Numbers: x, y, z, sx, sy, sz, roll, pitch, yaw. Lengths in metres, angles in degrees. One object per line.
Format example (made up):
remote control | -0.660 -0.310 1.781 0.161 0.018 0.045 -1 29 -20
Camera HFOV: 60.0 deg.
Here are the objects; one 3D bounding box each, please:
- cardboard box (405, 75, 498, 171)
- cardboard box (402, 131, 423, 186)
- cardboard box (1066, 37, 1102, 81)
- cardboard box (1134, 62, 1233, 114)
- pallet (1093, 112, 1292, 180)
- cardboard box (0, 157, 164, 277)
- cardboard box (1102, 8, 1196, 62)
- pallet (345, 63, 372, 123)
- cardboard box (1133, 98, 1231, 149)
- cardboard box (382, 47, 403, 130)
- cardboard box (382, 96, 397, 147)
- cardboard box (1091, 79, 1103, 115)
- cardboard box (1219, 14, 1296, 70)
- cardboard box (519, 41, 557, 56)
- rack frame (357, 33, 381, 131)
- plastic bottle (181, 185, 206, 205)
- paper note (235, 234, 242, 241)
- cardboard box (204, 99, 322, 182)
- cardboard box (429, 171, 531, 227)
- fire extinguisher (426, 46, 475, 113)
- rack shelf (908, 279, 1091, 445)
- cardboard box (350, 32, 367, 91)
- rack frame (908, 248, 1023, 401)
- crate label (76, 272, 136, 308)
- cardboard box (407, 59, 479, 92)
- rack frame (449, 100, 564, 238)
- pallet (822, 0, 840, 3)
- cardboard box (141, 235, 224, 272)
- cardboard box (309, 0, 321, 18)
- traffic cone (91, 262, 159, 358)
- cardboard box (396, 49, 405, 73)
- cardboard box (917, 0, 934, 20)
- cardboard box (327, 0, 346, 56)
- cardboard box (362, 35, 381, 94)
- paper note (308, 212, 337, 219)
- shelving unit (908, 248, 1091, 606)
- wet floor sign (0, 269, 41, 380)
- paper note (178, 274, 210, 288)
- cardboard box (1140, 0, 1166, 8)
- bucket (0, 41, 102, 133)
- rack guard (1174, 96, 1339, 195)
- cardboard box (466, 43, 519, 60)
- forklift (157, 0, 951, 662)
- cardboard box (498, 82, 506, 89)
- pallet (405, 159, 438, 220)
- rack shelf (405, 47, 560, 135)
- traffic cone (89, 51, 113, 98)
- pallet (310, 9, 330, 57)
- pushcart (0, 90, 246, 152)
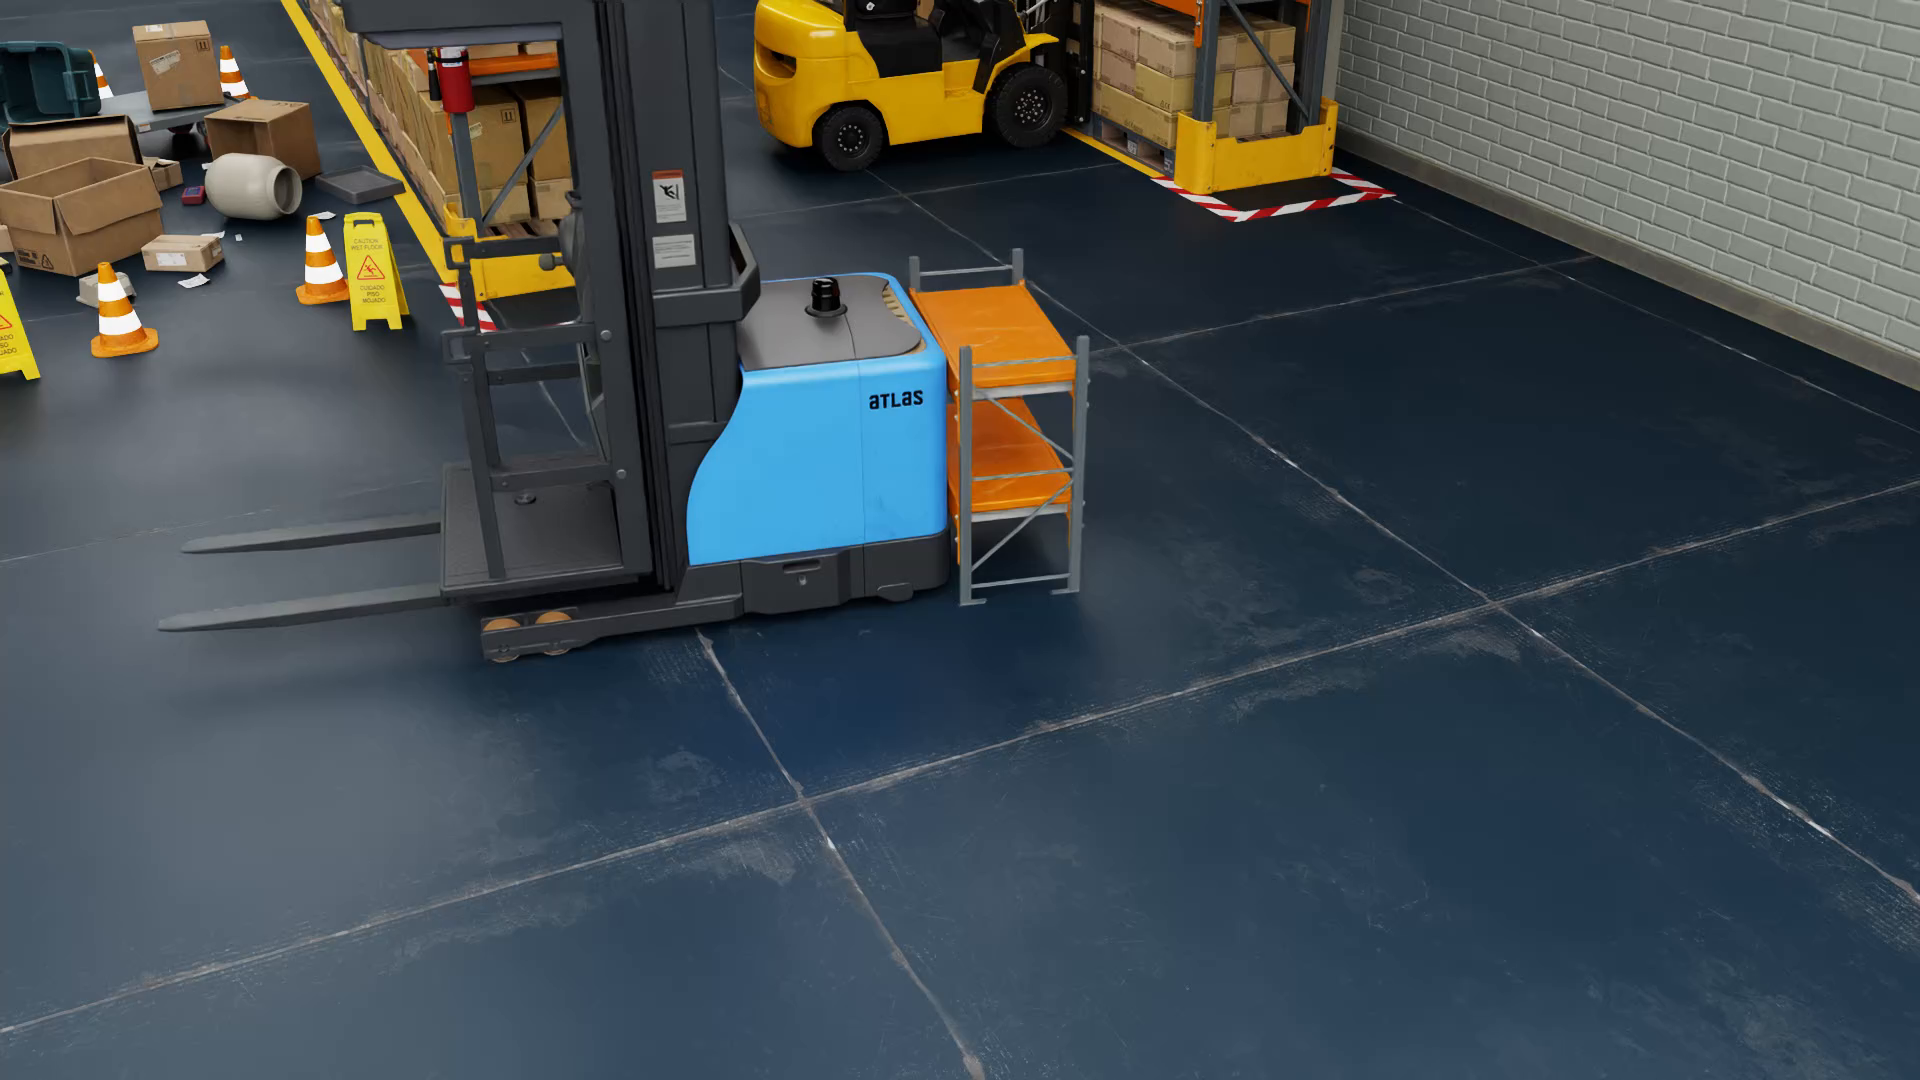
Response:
cardboard box | -3.209 -2.695 10.605 0.500 0.500 0.500 -12 31 -20
cardboard box | -3.437 -2.600 11.202 0.500 0.250 0.500 -14 32 -24
cardboard box | 1.142 -3.698 12.648 0.500 0.250 0.500 -14 32 -23
cardboard box | 1.588 -3.250 11.850 0.500 0.250 0.500 -14 32 -23
pallet | 1.713 -3.012 12.405 1.003 0.211 1.213 -13 32 -22
cardboard box | -5.443 -2.011 10.321 0.637 0.503 0.797 13 32 21
cardboard box | 1.375 -3.681 12.108 0.500 0.250 0.500 -12 32 -21
pallet | -4.455 -3.749 13.721 1.003 0.211 1.213 -13 32 -22
cardboard box | 1.592 -3.024 11.958 0.500 0.250 0.500 -13 32 -22
cardboard box | -3.648 -3.152 11.420 0.500 0.500 0.500 -11 31 -19
cardboard box | -3.871 -3.055 12.013 0.500 0.250 0.500 -11 31 -19
cardboard box | 1.181 -3.469 12.751 0.500 0.250 0.500 -13 32 -21
cardboard box | 2.044 -3.571 11.911 0.500 0.250 0.500 -14 32 -23
cardboard box | -2.361 -2.939 9.681 0.380 0.149 0.250 -13 32 -22
rack frame | -4.119 -4.622 12.426 1.000 3.000 0.127 -13 32 -22
plastic bottle | -5.259 -2.377 11.426 0.133 0.061 0.283 -8 30 -13
paper note | -4.649 -1.949 10.716 0.032 0.001 0.123 -13 32 -22
cardboard box | -4.888 -2.774 11.683 0.500 0.500 0.500 7 30 13
cardboard box | -3.002 -2.150 10.400 0.500 0.250 0.500 -13 32 -22
fire extinguisher | -2.769 -2.674 9.031 0.296 0.674 0.183 -13 32 -22
rack shelf | 0.136 -0.754 6.846 0.538 0.278 1.000 -6 30 -11
cardboard box | -4.347 -3.890 13.378 0.950 0.372 0.625 -13 32 -21
rack frame | 0.027 -0.741 7.422 0.500 1.125 0.032 -6 30 -11
crate label | -5.002 -1.477 9.743 0.298 0.136 0.250 19 34 30
cardboard box | -3.200 -2.896 10.300 0.380 0.149 0.250 -12 31 -21
rack frame | -2.402 -2.855 9.275 1.000 3.000 0.127 -13 32 -22
pallet | -1.037 -5.845 17.457 1.003 0.211 1.213 -13 32 -22
cardboard box | -4.789 -1.766 10.248 0.380 0.149 0.250 2 29 4
cardboard box | -5.603 -5.174 15.668 0.950 0.372 0.625 -15 33 -25
traffic cone | -4.608 -1.284 9.068 0.336 0.463 0.334 -13 32 -22
cardboard box | -3.416 -3.125 10.708 0.380 0.149 0.250 -12 31 -20
cardboard box | 0.128 -5.041 15.172 0.875 0.625 0.625 -12 31 -20
cardboard box | -4.958 -4.514 14.490 0.950 0.372 0.625 -12 31 -20
cardboard box | -4.110 -3.616 12.246 0.500 0.500 0.500 -12 31 -20
paper note | -4.247 -2.166 11.081 0.148 0.019 0.142 26 38 38
shelving unit | 0.136 -0.498 6.989 0.538 1.125 1.048 -6 30 -11
wet floor sign | -5.029 -1.147 8.636 0.267 0.644 0.232 -19 35 -30
paper note | -4.606 -1.560 10.000 0.142 0.019 0.148 26 38 38
cardboard box | 1.621 -4.014 12.701 0.500 0.250 0.500 -13 32 -22
bucket | -6.406 -3.197 11.678 0.726 0.611 0.620 -3 19 -5
rack guard | 2.090 -2.798 11.729 1.175 0.500 0.348 -13 32 -22
cardboard box | -2.756 -2.866 9.551 0.380 0.149 0.250 -12 31 -20
forklift | -1.612 -1.094 6.204 3.031 2.935 1.130 -7 30 -13
cardboard box | -2.738 -2.821 10.829 0.500 0.500 0.500 -14 32 -24
pallet | -3.271 -2.577 11.630 1.003 0.211 1.213 -13 32 -22
rack shelf | -3.261 -3.425 11.026 1.077 0.370 4.000 -13 32 -22
traffic cone | -6.944 -3.688 13.353 0.336 0.463 0.334 -13 32 -22
pallet | -5.502 -4.827 15.643 1.003 0.211 1.213 -13 32 -22
pushcart | -6.157 -2.978 12.174 0.936 0.377 1.648 26 38 38
